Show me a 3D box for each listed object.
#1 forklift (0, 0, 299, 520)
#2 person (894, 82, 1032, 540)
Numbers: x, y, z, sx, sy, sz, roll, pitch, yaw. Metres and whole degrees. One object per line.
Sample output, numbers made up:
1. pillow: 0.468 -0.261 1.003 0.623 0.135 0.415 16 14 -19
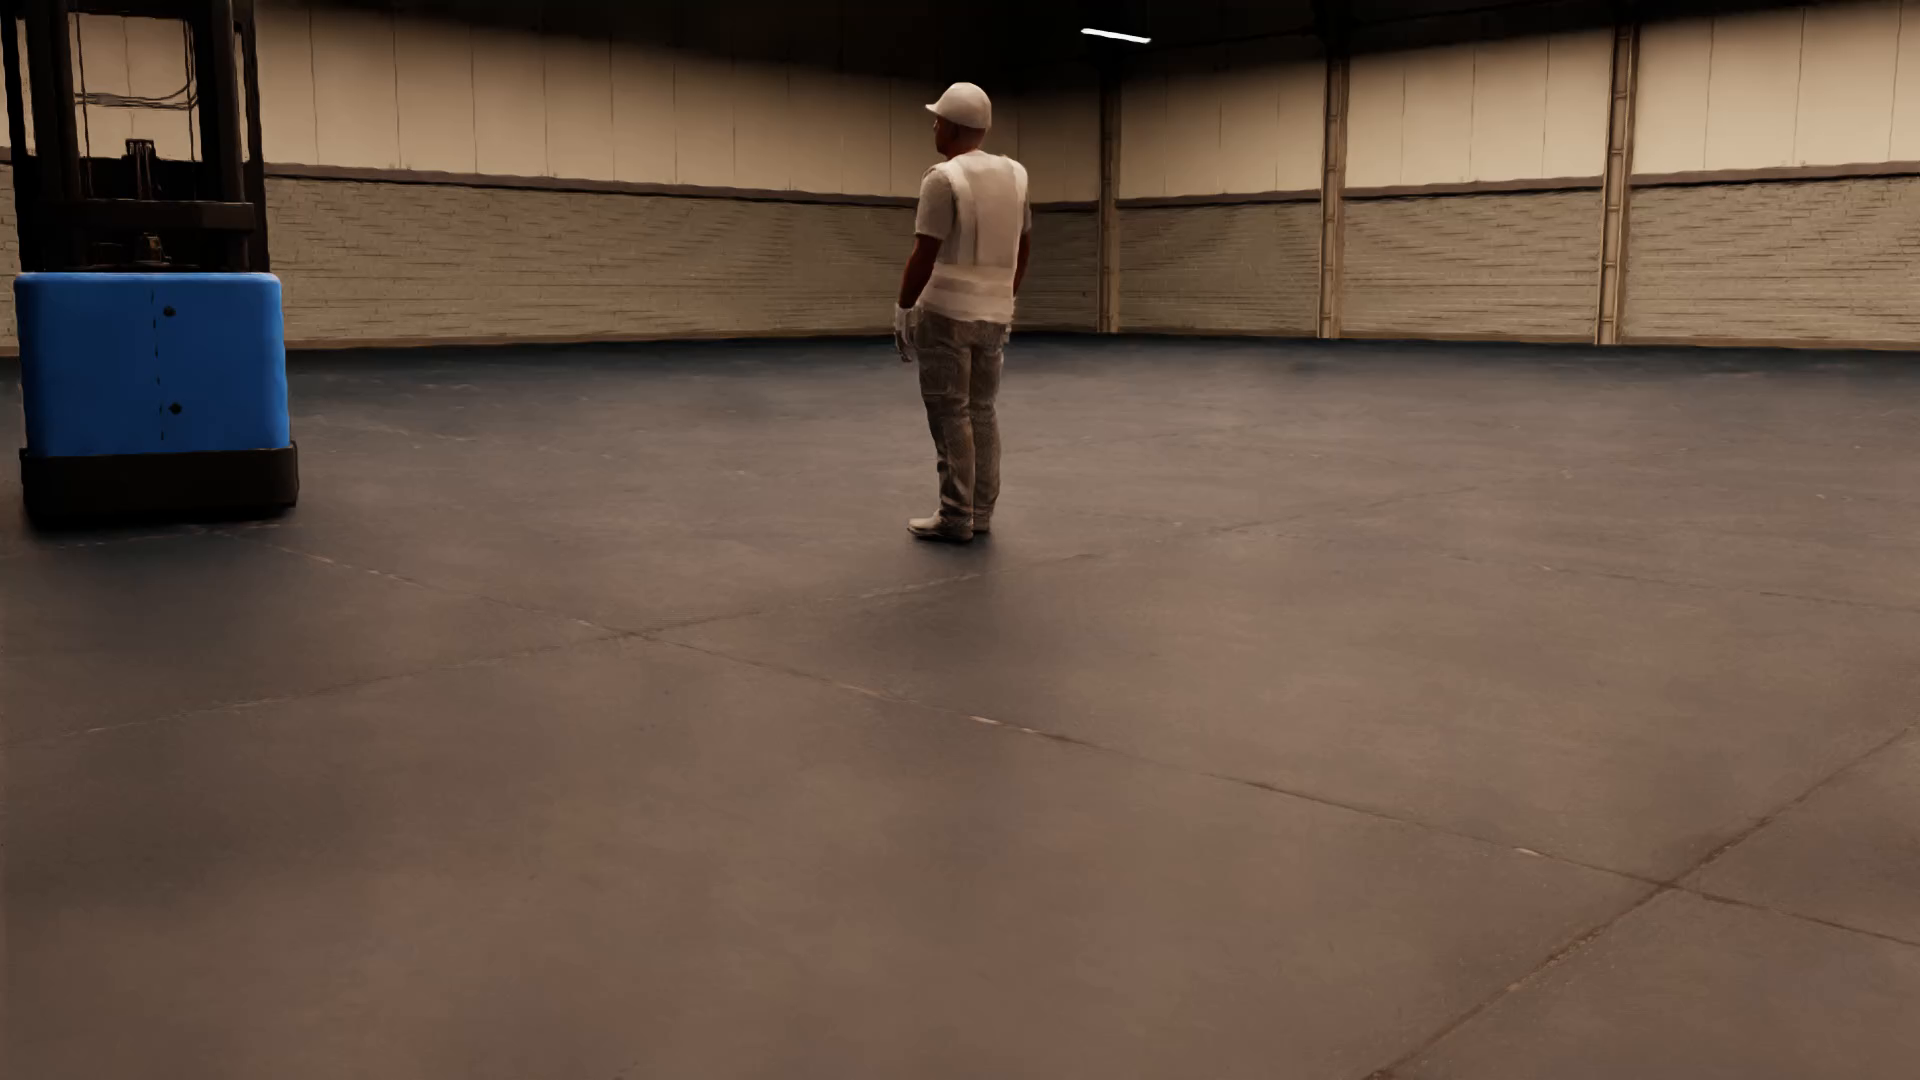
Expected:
1. forklift: -4.054 -1.713 8.252 1.130 2.935 3.031 -4 10 -26
2. person: -0.046 -0.897 6.639 0.576 1.782 0.655 8 12 43
